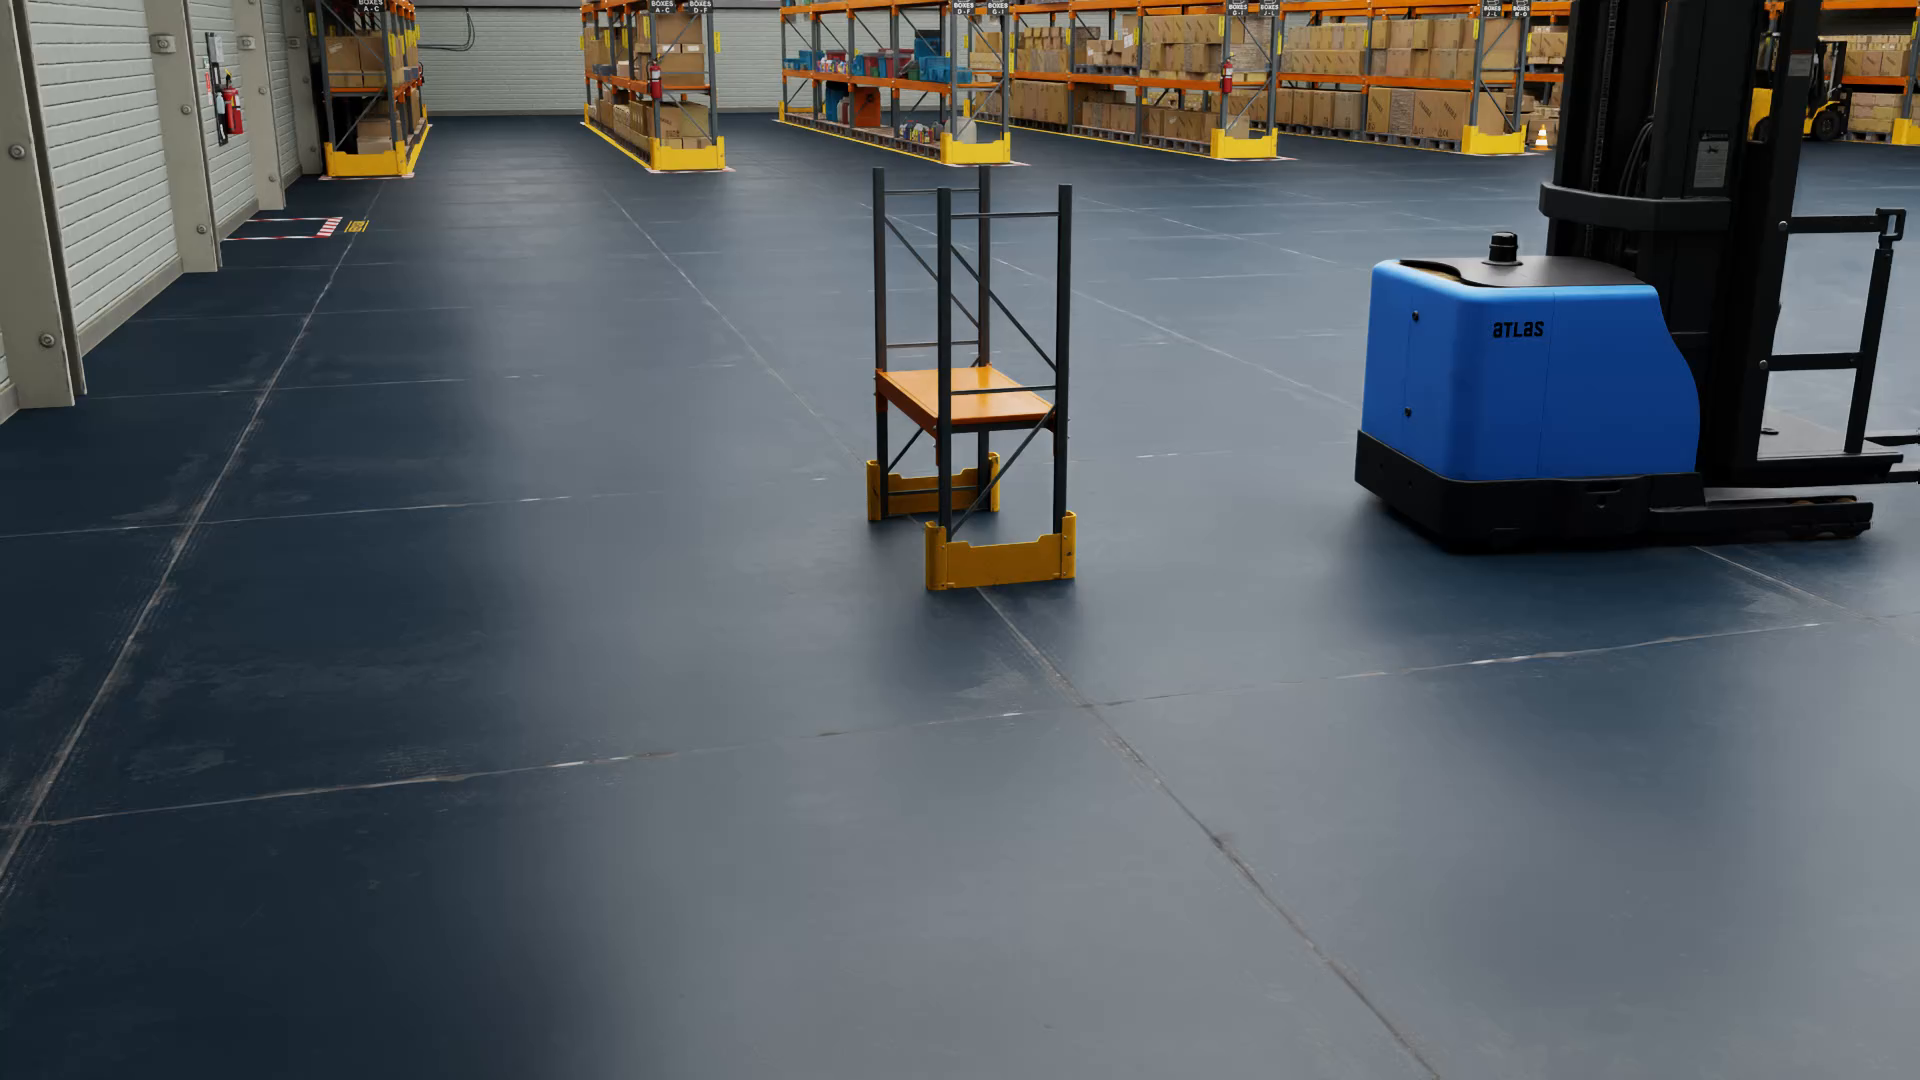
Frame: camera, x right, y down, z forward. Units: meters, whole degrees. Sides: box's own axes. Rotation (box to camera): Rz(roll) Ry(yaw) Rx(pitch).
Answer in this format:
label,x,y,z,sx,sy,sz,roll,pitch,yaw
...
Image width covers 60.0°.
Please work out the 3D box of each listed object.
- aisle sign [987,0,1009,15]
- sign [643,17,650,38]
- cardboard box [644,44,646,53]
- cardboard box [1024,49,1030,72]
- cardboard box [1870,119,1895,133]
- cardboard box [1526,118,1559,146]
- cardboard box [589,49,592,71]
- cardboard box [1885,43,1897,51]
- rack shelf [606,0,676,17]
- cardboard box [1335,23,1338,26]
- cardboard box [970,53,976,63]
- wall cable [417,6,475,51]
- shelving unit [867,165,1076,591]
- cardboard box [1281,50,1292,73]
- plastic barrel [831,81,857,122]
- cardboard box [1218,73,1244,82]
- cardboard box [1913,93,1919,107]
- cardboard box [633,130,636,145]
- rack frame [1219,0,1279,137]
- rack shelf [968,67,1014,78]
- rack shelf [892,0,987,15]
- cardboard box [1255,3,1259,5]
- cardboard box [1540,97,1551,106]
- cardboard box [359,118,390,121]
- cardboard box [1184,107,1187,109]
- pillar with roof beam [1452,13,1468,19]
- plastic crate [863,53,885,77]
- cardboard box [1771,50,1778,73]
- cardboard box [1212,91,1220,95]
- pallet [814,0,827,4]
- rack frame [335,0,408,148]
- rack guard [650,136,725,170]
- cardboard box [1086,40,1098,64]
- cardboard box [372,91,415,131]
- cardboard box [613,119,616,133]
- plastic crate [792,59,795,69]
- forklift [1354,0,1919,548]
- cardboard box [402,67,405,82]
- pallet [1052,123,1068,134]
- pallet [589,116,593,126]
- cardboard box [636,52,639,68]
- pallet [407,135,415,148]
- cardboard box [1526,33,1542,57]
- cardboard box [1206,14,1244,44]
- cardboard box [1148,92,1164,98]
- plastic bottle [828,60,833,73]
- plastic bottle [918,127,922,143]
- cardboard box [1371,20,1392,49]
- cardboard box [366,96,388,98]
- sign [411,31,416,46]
label,x,y,z,sx,sy,sz,roll,pitch,yaw
aisle sign,0.632,-9.130,27.615,0.394,0.787,0.004,-5,17,-15
sign,-4.959,-8.120,26.347,0.100,0.325,0.005,-5,17,-15
cardboard box,-5.216,-8.439,28.529,0.380,0.149,0.250,-5,17,-16
cardboard box,1.820,-11.355,39.365,0.500,0.500,0.500,-5,17,-15
cardboard box,18.960,-8.440,33.884,0.500,0.250,0.500,-5,17,-15
cardboard box,11.704,-8.147,33.200,0.637,0.503,0.797,11,20,32
cardboard box,-8.544,-11.402,39.521,0.500,0.500,0.500,-4,17,-15
cardboard box,18.929,-9.951,33.565,0.380,0.149,0.250,-4,17,-14
rack shelf,-6.082,-10.243,31.874,1.077,0.370,4.000,-5,17,-15
cardboard box,10.370,-13.912,45.014,0.380,0.149,0.250,-5,17,-15
cardboard box,0.568,-12.616,43.481,0.500,0.250,0.500,-5,17,-17
wall cable,-14.803,-14.503,44.990,3.097,2.526,0.112,-5,17,-15
shelving unit,0.021,-0.697,6.666,0.587,1.500,1.083,-5,17,-15
cardboard box,7.555,-10.753,37.362,0.500,0.500,0.500,-5,17,-15
plastic barrel,-2.640,-10.050,38.112,0.600,0.901,0.708,-5,17,-15
cardboard box,4.816,-8.216,29.526,0.380,0.149,0.250,-5,17,-15
cardboard box,19.443,-8.962,33.883,0.500,0.250,0.500,-5,17,-16
cardboard box,-5.564,-7.191,29.727,0.500,0.250,0.500,-5,17,-15
rack frame,5.093,-8.274,29.281,1.000,3.000,0.127,-5,17,-15
rack shelf,1.245,-11.802,42.277,1.077,0.370,4.000,-5,17,-15
rack shelf,-0.219,-9.527,29.491,1.077,0.370,4.000,-5,17,-15
cardboard box,7.140,-12.610,38.331,0.500,0.500,0.500,-5,17,-15
cardboard box,16.140,-11.885,45.247,0.500,0.311,0.500,-4,17,-13
cardboard box,-9.971,-6.935,28.405,0.500,0.500,0.500,-6,18,-19
cardboard box,5.872,-11.161,43.118,0.380,0.149,0.250,-5,17,-15
pillar with roof beam,10.982,-17.226,48.657,9.100,9.000,0.400,-5,17,-15
plastic crate,-1.718,-9.654,33.767,0.402,0.464,0.583,-5,17,-15
cardboard box,18.164,-10.461,36.391,0.500,0.500,0.500,-5,17,-17
cardboard box,6.541,-11.095,40.985,0.500,0.250,0.500,-5,18,-18
pallet,-2.658,-12.338,37.927,1.213,0.211,1.003,-5,17,-15
rack frame,-10.294,-8.205,29.054,1.000,3.000,0.127,-5,17,-15
rack guard,-4.427,-6.288,27.015,1.175,0.500,0.348,-5,17,-15
cardboard box,3.081,-10.589,36.087,0.500,0.500,0.500,-7,18,-22
cardboard box,-11.470,-8.697,33.698,0.750,0.750,0.750,-5,17,-16
cardboard box,-6.770,-8.420,33.820,0.500,0.250,0.500,-5,17,-15
plastic crate,-3.954,-11.798,41.200,0.416,0.233,0.300,-5,17,-15
forklift,3.368,-1.549,7.015,3.031,2.935,1.130,-3,17,-9
cardboard box,-9.873,-8.036,28.716,0.500,0.250,0.500,-5,17,-15
pallet,2.750,-9.375,37.795,1.003,0.211,1.213,-5,17,-15
pallet,-8.589,-10.340,41.008,1.003,0.211,1.213,-5,17,-15
cardboard box,-5.873,-9.005,31.543,0.500,0.500,0.500,-3,17,-11
pallet,-11.180,-7.760,32.418,1.003,0.211,1.213,-5,17,-15
cardboard box,12.901,-10.945,36.753,0.500,0.500,0.500,-4,17,-13
cardboard box,4.704,-9.075,29.522,0.500,0.500,0.500,-5,17,-15
cardboard box,5.310,-12.012,44.920,0.380,0.149,0.250,-6,18,-18
plastic bottle,-2.888,-10.663,37.453,0.152,0.276,0.135,-5,17,-15
plastic bottle,-0.677,-7.372,30.249,0.152,0.276,0.135,-5,17,-17
cardboard box,8.858,-10.228,33.651,0.875,0.550,0.550,-5,17,-15
cardboard box,-11.049,-8.327,31.735,0.500,0.250,0.500,-4,17,-14
sign,-11.974,-10.980,36.417,0.100,0.325,0.005,-5,17,-15
